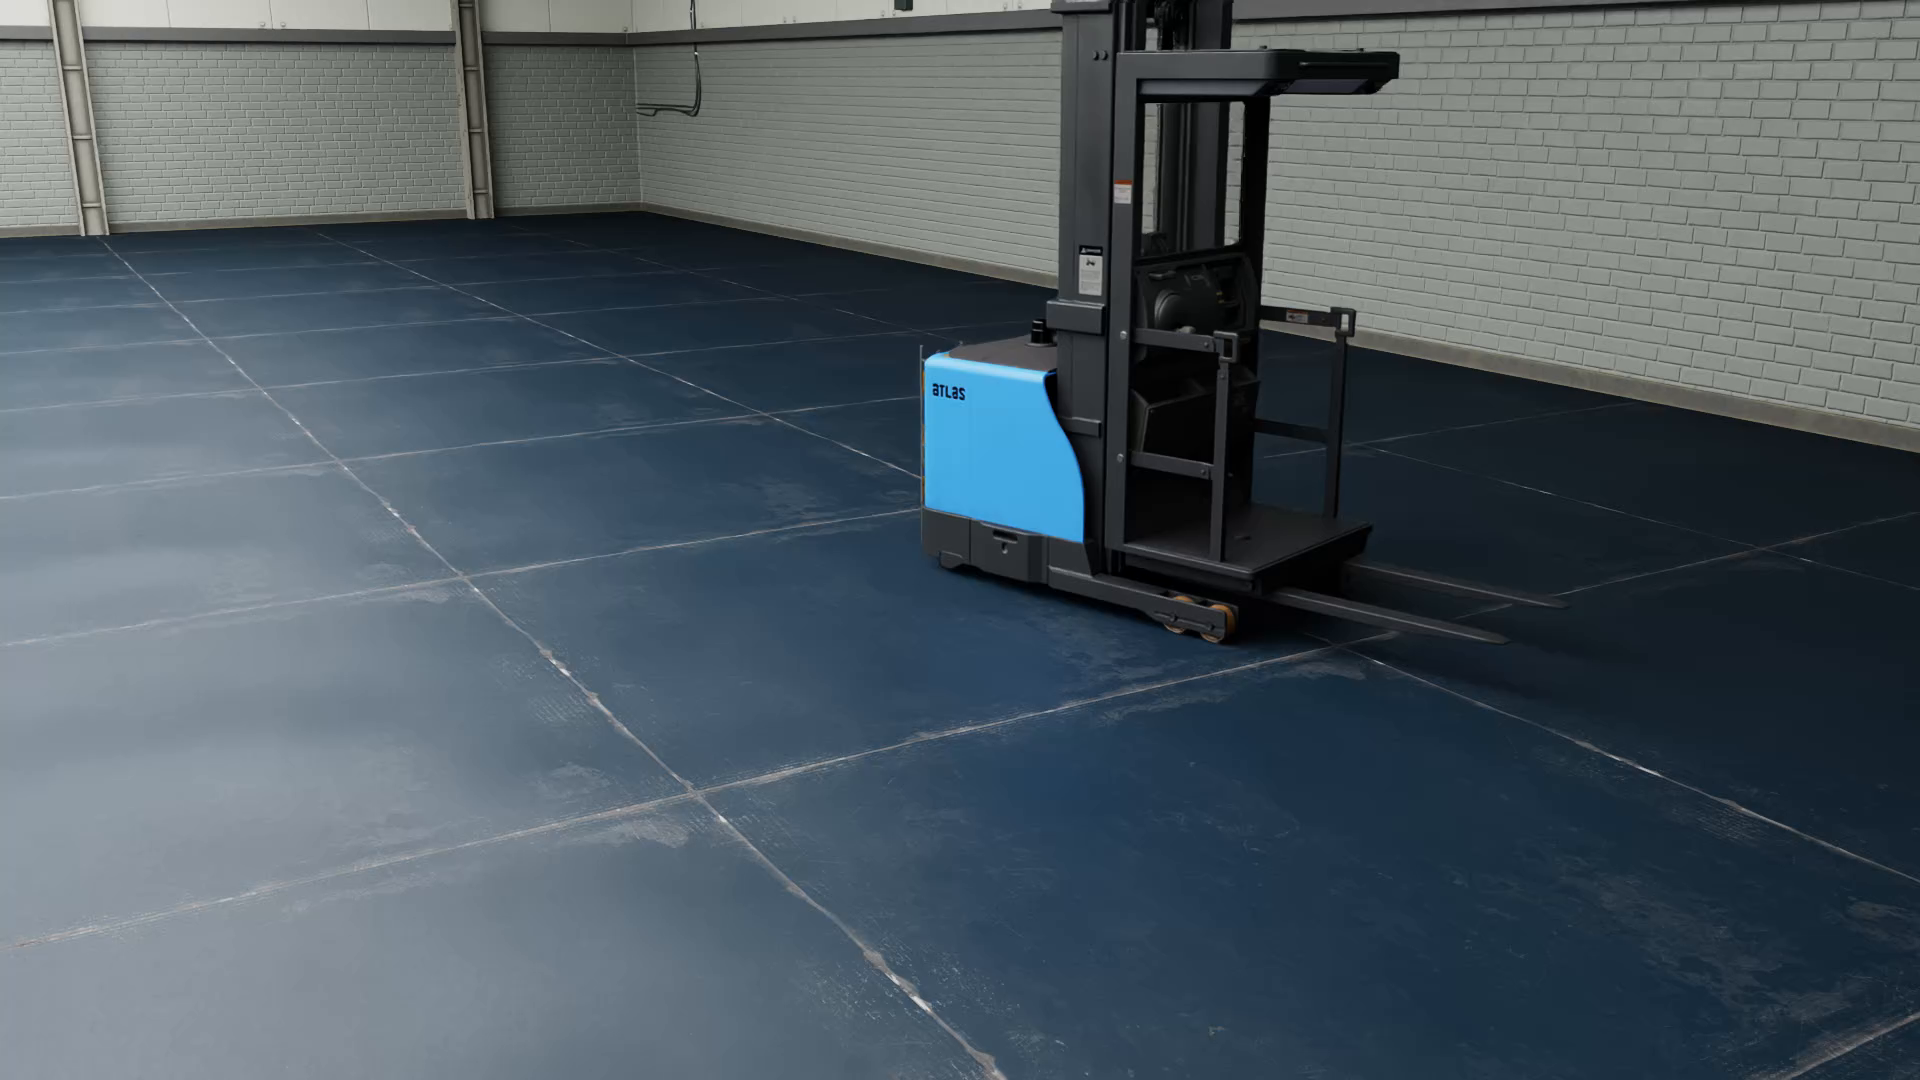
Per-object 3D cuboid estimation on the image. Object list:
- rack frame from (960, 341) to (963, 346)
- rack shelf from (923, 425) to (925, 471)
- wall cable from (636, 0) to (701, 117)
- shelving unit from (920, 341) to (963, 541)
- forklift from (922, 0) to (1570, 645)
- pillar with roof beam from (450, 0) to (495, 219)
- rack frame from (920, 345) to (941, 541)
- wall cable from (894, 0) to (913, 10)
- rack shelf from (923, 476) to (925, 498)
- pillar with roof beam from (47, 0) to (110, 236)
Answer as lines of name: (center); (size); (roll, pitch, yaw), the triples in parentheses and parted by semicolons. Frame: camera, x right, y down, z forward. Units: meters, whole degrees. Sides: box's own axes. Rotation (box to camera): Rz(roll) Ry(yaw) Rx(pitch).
rack frame: (0.055, -0.516, 8.806); (0.008, 1.050, 0.200); (-10, 18, -31)
rack shelf: (-0.049, -0.489, 8.747); (0.240, 0.259, 0.215); (-10, 18, -31)
wall cable: (-5.099, -8.523, 28.397); (0.112, 2.526, 3.097); (-9, 18, -30)
shelving unit: (-0.049, -0.499, 8.744); (0.252, 1.050, 0.215); (-10, 18, -31)
forklift: (1.248, -1.121, 7.479); (3.031, 2.935, 1.130); (13, 20, 39)
pillar with roof beam: (-6.088, -8.919, 24.055); (0.400, 9.000, 9.100); (-9, 18, -30)
rack frame: (-0.152, -0.481, 8.681); (0.008, 1.050, 0.200); (-10, 18, -31)
wall cable: (-0.223, -9.457, 19.675); (0.169, 6.003, 2.305); (-9, 18, -30)
rack shelf: (-0.049, -0.221, 8.822); (0.240, 0.259, 0.215); (-10, 18, -31)
pillar with roof beam: (-11.231, -8.085, 21.080); (0.400, 9.000, 9.100); (-9, 18, -30)
